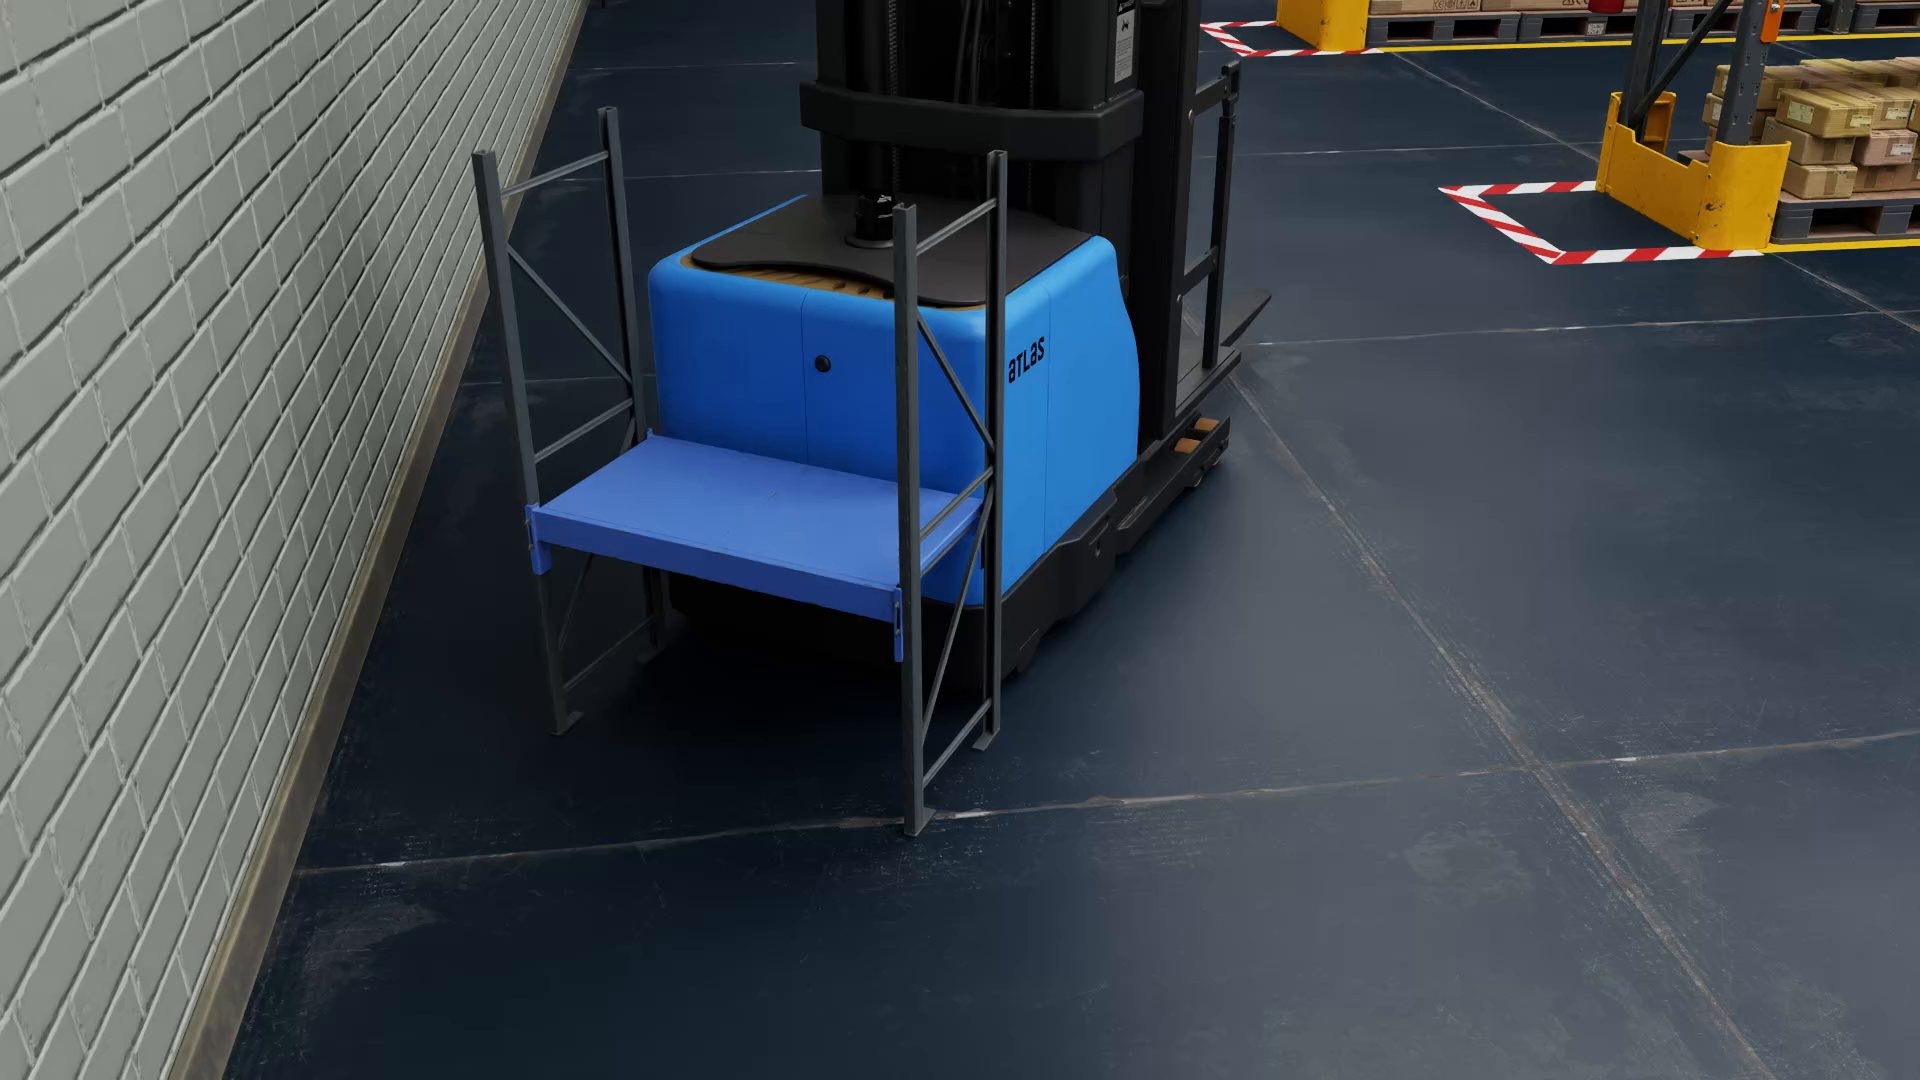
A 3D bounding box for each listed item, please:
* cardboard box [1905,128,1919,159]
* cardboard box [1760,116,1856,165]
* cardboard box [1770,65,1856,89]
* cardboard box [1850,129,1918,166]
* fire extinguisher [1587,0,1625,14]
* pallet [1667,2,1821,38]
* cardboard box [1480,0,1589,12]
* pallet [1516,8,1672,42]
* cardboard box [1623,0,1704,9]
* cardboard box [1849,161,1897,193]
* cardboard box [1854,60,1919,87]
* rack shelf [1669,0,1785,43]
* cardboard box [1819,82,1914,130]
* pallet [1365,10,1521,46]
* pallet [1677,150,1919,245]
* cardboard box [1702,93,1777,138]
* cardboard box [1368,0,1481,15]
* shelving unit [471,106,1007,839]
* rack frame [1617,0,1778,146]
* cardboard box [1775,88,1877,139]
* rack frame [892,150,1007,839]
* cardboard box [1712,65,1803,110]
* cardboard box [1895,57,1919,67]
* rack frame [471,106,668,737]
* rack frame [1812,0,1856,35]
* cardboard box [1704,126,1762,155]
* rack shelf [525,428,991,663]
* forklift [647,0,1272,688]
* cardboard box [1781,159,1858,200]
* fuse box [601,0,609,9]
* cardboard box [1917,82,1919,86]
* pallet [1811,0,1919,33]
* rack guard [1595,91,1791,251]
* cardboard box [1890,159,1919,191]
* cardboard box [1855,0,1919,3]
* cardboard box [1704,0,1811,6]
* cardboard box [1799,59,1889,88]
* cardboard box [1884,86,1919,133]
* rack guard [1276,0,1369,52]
[{"bbox_3d":[4.636,-1.996,8.190,0.250,0.149,0.380,-3,27,-6],"label":"cardboard box"},{"bbox_3d":[4.127,-1.948,8.098,0.250,0.149,0.380,-3,27,-5],"label":"cardboard box"},{"bbox_3d":[4.318,-2.301,8.461,0.250,0.149,0.380,-3,27,-6],"label":"cardboard box"},{"bbox_3d":[4.406,-1.940,8.082,0.250,0.149,0.380,-4,27,-7],"label":"cardboard box"},{"bbox_3d":[3.259,-2.972,8.250,0.183,0.674,0.296,-4,27,-7],"label":"fire extinguisher"},{"bbox_3d":[5.980,-4.212,13.228,1.213,0.211,1.003,-4,27,-7],"label":"pallet"},{"bbox_3d":[4.328,-4.407,12.900,0.875,0.438,0.875,-3,27,-6],"label":"cardboard box"},{"bbox_3d":[4.769,-4.133,13.074,1.213,0.211,1.003,-4,27,-7],"label":"pallet"},{"bbox_3d":[5.221,-4.464,13.011,0.875,0.438,0.875,-4,27,-9],"label":"cardboard box"},{"bbox_3d":[4.384,-1.841,8.214,0.250,0.149,0.380,-4,27,-7],"label":"cardboard box"},{"bbox_3d":[4.822,-2.363,8.581,0.250,0.149,0.380,-5,28,-9],"label":"cardboard box"},{"bbox_3d":[5.553,-2.787,8.184,4.000,0.370,1.077,-4,27,-7],"label":"rack shelf"},{"bbox_3d":[4.395,-2.115,8.097,0.250,0.149,0.380,-3,27,-6],"label":"cardboard box"},{"bbox_3d":[3.564,-4.057,12.925,1.213,0.211,1.003,-4,27,-7],"label":"pallet"},{"bbox_3d":[4.457,-1.780,8.488,1.213,0.211,1.003,-4,27,-7],"label":"pallet"},{"bbox_3d":[4.055,-2.193,8.576,0.250,0.149,0.380,-4,27,-8],"label":"cardboard box"},{"bbox_3d":[3.422,-4.345,12.780,0.875,0.438,0.875,-5,28,-9],"label":"cardboard box"},{"bbox_3d":[-0.476,-0.172,3.942,1.048,1.500,0.538,12,29,22],"label":"shelving unit"},{"bbox_3d":[3.573,-2.980,7.772,0.127,3.000,1.000,-4,27,-7],"label":"rack frame"},{"bbox_3d":[4.139,-2.043,7.957,0.250,0.149,0.380,-5,28,-9],"label":"cardboard box"},{"bbox_3d":[-0.014,-0.075,3.754,0.032,1.500,0.500,12,29,22],"label":"rack frame"},{"bbox_3d":[4.062,-2.311,8.480,0.250,0.149,0.380,-3,27,-7],"label":"cardboard box"},{"bbox_3d":[5.081,-2.405,8.663,0.250,0.149,0.380,-3,27,-5],"label":"cardboard box"},{"bbox_3d":[-0.939,-0.268,4.130,0.032,1.500,0.500,12,29,22],"label":"rack frame"},{"bbox_3d":[6.744,-5.466,12.616,0.127,3.000,1.000,-4,27,-7],"label":"rack frame"},{"bbox_3d":[4.065,-2.026,8.576,0.250,0.149,0.380,-3,27,-6],"label":"cardboard box"},{"bbox_3d":[-0.476,-0.012,4.024,1.000,0.185,0.538,12,29,22],"label":"rack shelf"},{"bbox_3d":[0.281,-1.561,5.081,1.130,2.935,3.031,13,30,23],"label":"forklift"},{"bbox_3d":[4.136,-1.787,8.110,0.250,0.149,0.380,-3,27,-6],"label":"cardboard box"},{"bbox_3d":[-2.946,-5.228,13.564,0.414,1.711,0.539,-4,27,-7],"label":"fuse box"},{"bbox_3d":[4.896,-2.126,8.119,0.250,0.149,0.380,-5,28,-10],"label":"cardboard box"},{"bbox_3d":[7.497,-4.308,13.415,1.213,0.211,1.003,-4,27,-7],"label":"pallet"},{"bbox_3d":[3.648,-1.873,8.352,0.348,0.500,1.175,-4,27,-7],"label":"rack guard"},{"bbox_3d":[4.629,-1.860,8.251,0.250,0.149,0.380,-3,27,-7],"label":"cardboard box"},{"bbox_3d":[7.347,-4.783,13.153,0.875,0.875,0.875,-3,27,-6],"label":"cardboard box"},{"bbox_3d":[6.107,-4.521,13.122,0.875,0.438,0.875,-4,27,-8],"label":"cardboard box"},{"bbox_3d":[4.557,-2.375,8.605,0.250,0.149,0.380,-4,27,-8],"label":"cardboard box"},{"bbox_3d":[4.662,-2.073,8.015,0.250,0.149,0.380,-4,27,-7],"label":"cardboard box"},{"bbox_3d":[2.759,-4.098,12.688,0.348,0.500,1.175,-4,27,-7],"label":"rack guard"}]
